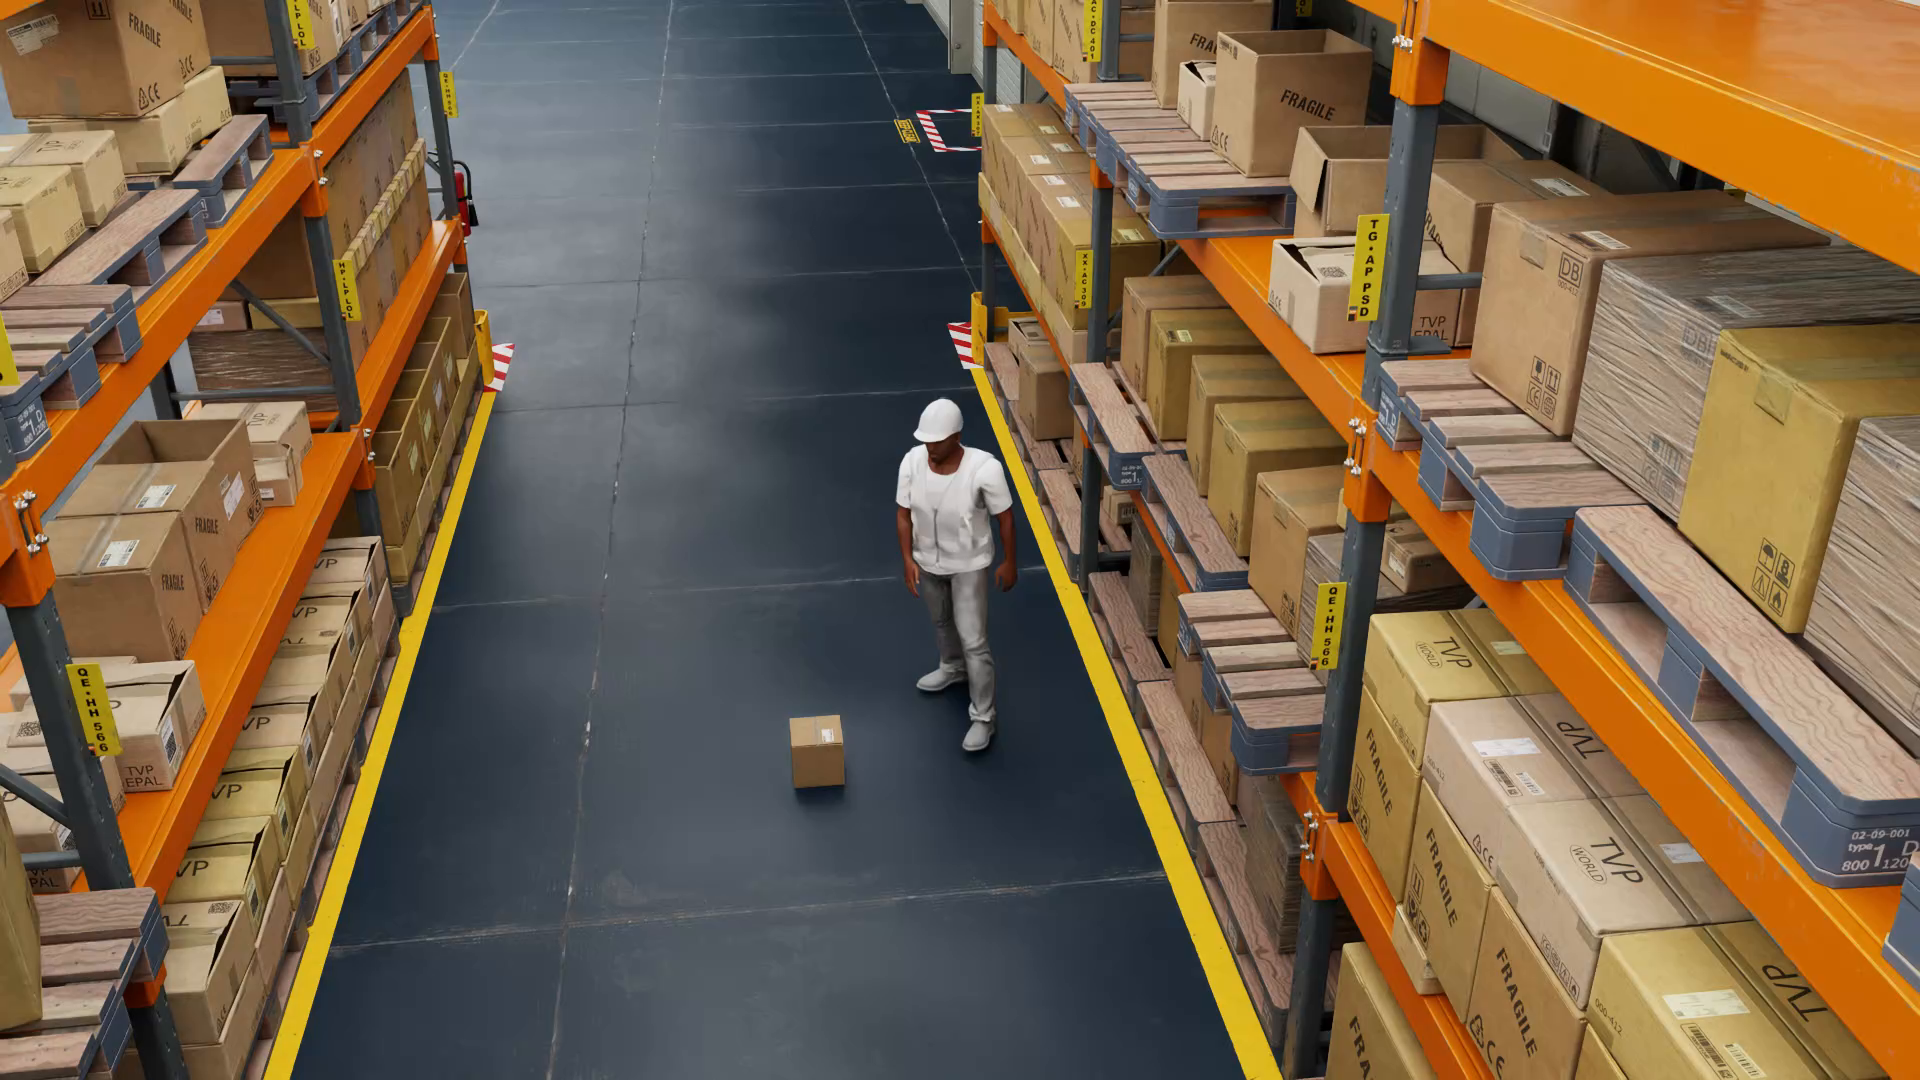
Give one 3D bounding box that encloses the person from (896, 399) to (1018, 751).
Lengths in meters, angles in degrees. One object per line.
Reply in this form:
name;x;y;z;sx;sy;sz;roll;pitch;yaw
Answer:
person;-0.029;0.124;8.330;0.667;1.741;0.708;14;30;26
